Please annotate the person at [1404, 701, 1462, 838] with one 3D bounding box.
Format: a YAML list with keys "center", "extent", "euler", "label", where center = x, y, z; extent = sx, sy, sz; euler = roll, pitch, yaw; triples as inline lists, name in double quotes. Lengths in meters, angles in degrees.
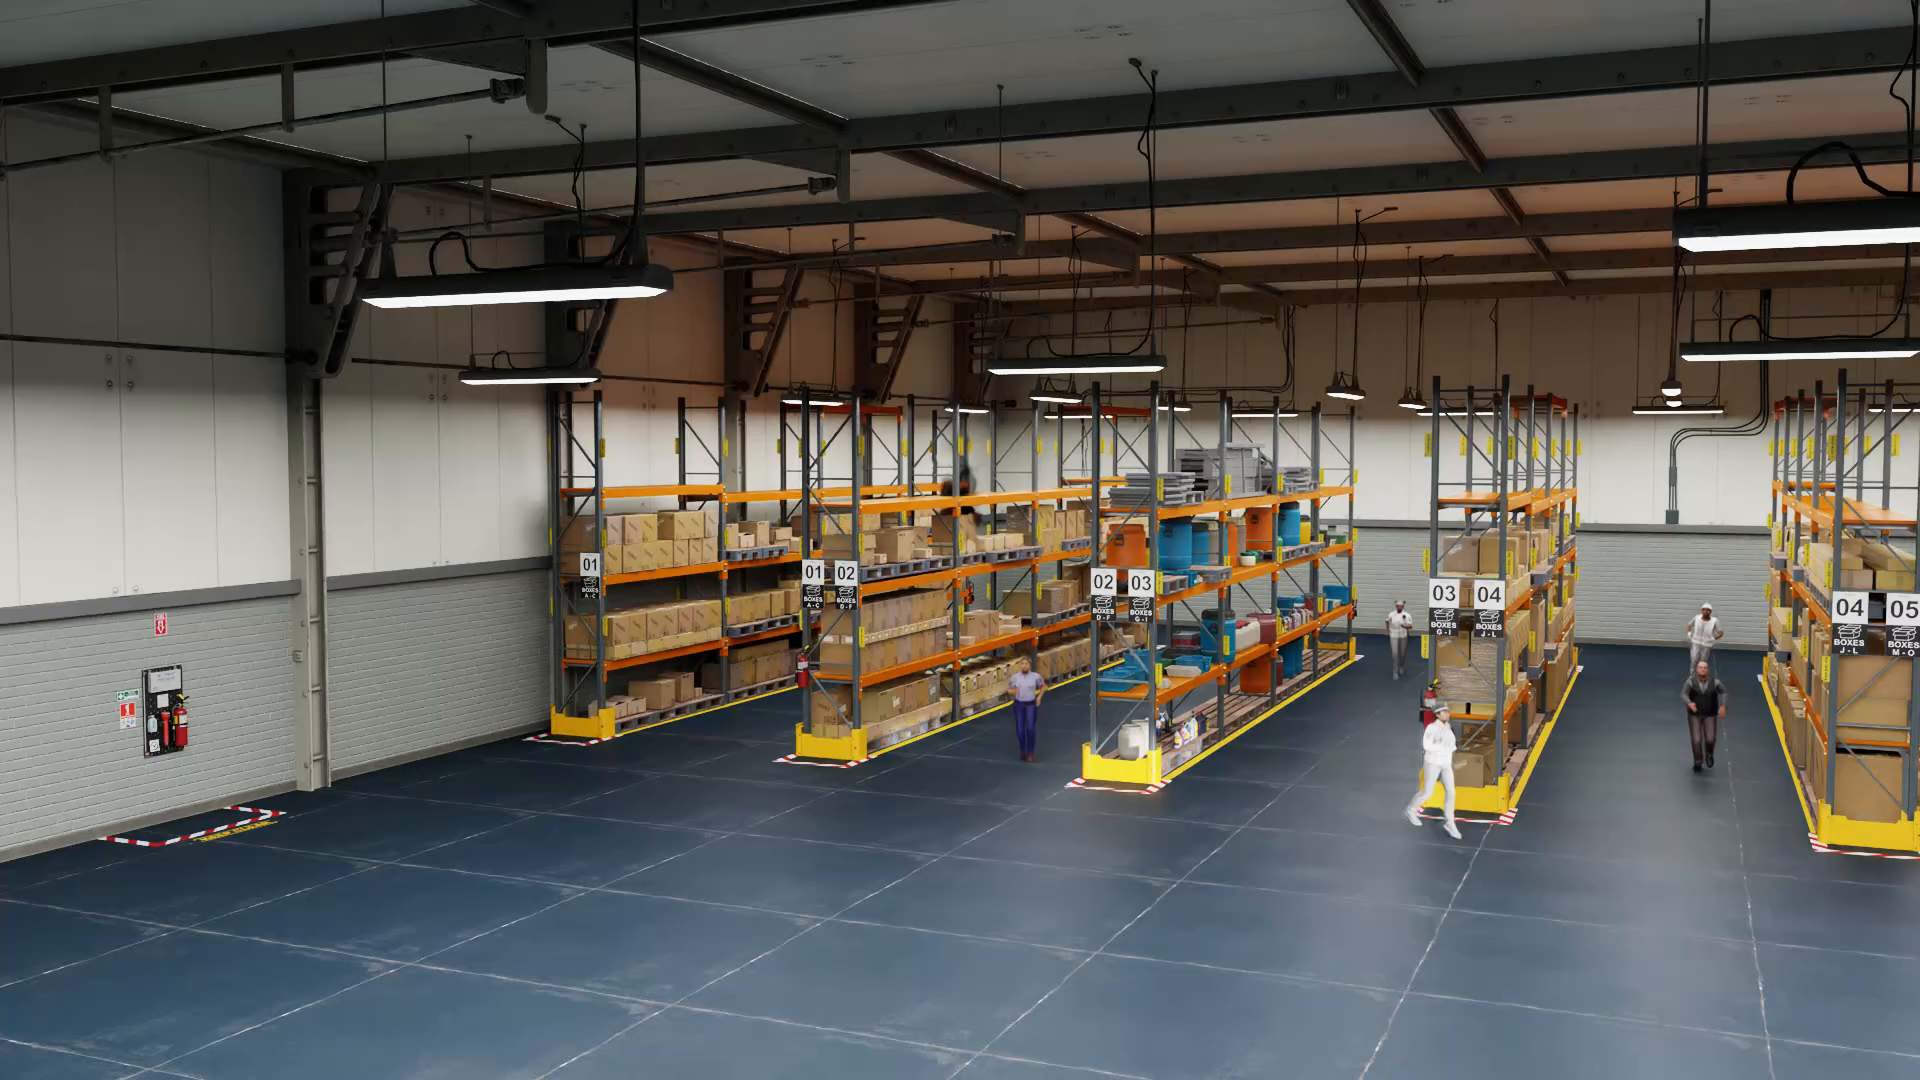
- center: [6.221, 2.958, 21.685]
  extent: [0.618, 1.745, 0.845]
  euler: [-2, 4, -33]
  label: "person"

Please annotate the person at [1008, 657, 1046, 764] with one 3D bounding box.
- center: [1.049, 2.724, 26.573]
  extent: [0.582, 1.695, 0.680]
  euler: [1, 3, 12]
  label: "person"

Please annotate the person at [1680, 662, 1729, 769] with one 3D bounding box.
- center: [11.515, 2.728, 25.739]
  extent: [0.699, 1.679, 0.584]
  euler: [1, 3, 23]
  label: "person"

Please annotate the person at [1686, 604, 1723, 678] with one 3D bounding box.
- center: [15.711, 2.210, 35.121]
  extent: [0.730, 1.739, 0.750]
  euler: [2, 4, 34]
  label: "person"

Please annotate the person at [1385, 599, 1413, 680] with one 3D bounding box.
- center: [9.557, 2.137, 36.199]
  extent: [0.566, 1.712, 0.908]
  euler: [1, 3, 12]
  label: "person"
